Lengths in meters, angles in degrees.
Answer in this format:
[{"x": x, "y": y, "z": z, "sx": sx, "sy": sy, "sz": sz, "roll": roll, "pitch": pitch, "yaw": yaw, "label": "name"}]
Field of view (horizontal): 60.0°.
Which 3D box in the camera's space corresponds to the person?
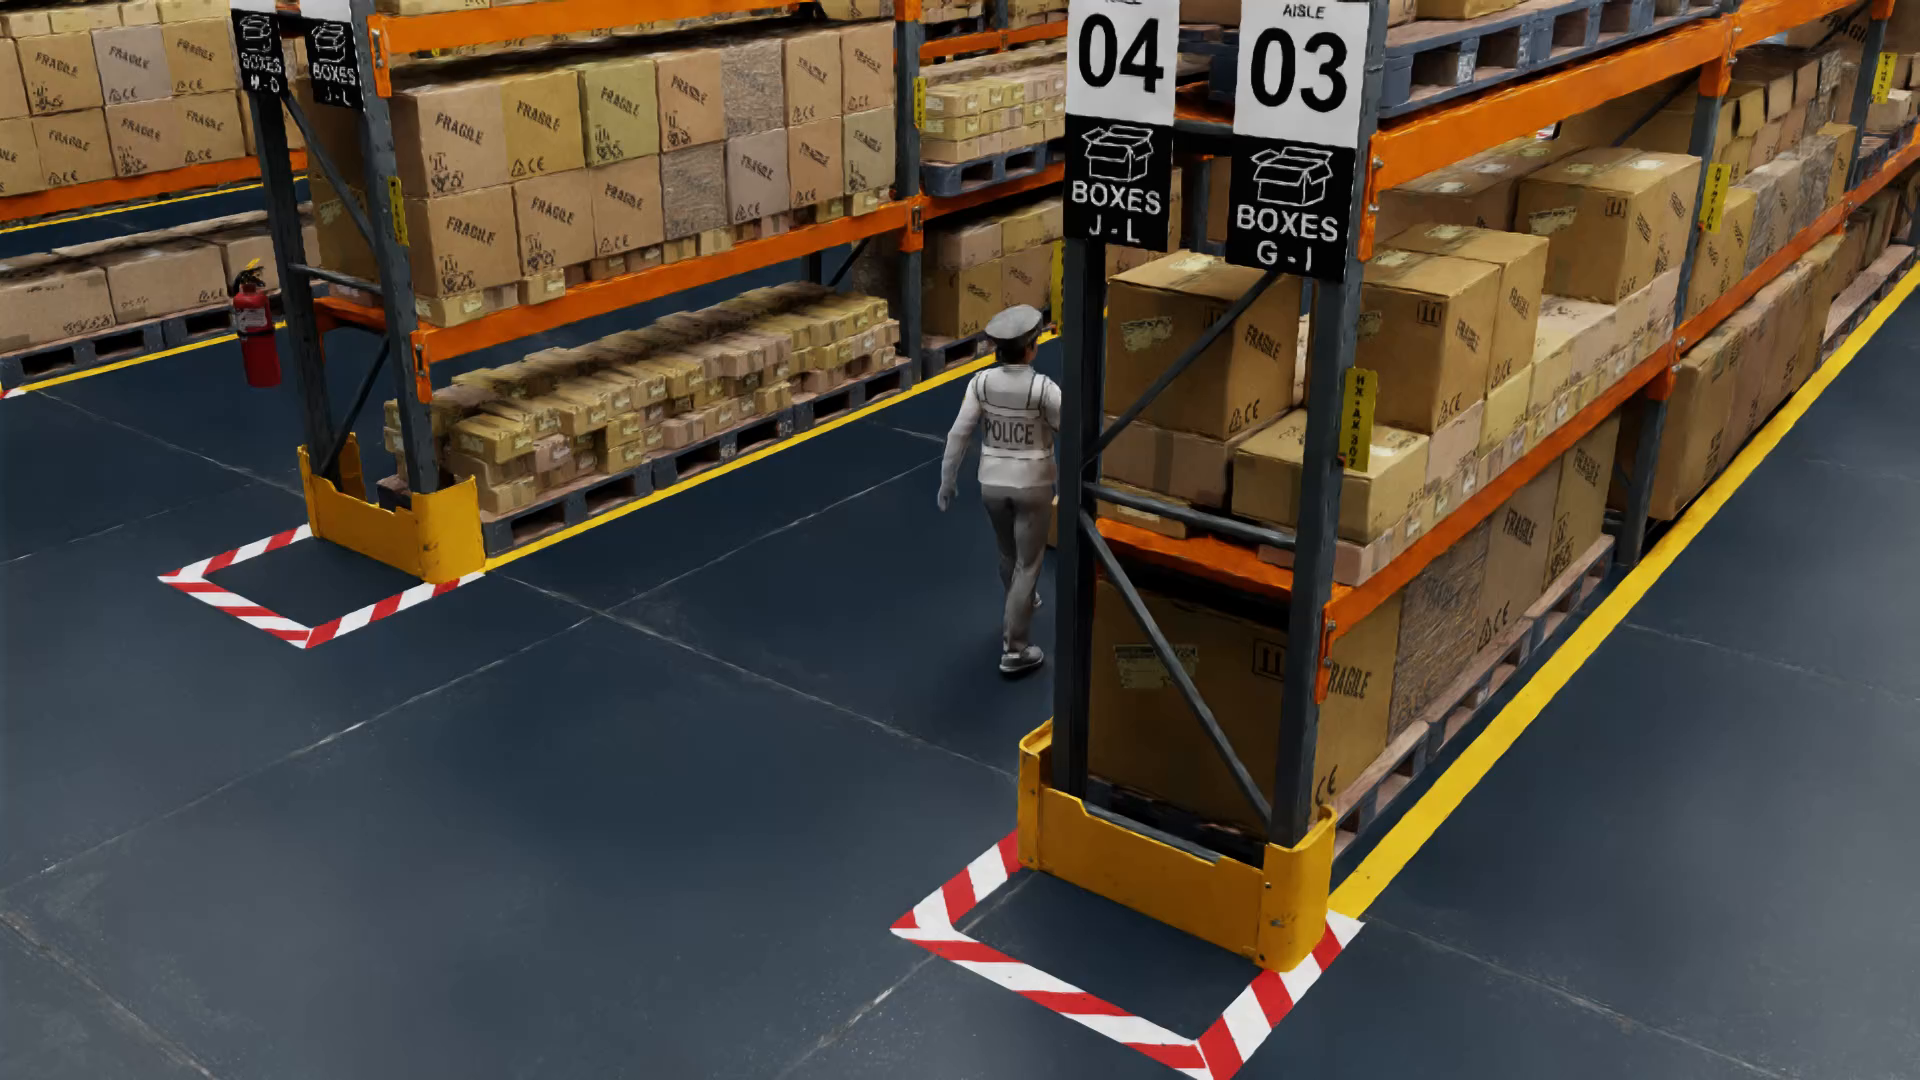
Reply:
[{"x": 0.276, "y": -0.291, "z": 7.754, "sx": 0.666, "sy": 1.664, "sz": 0.851, "roll": 10, "pitch": 25, "yaw": 21, "label": "person"}]
